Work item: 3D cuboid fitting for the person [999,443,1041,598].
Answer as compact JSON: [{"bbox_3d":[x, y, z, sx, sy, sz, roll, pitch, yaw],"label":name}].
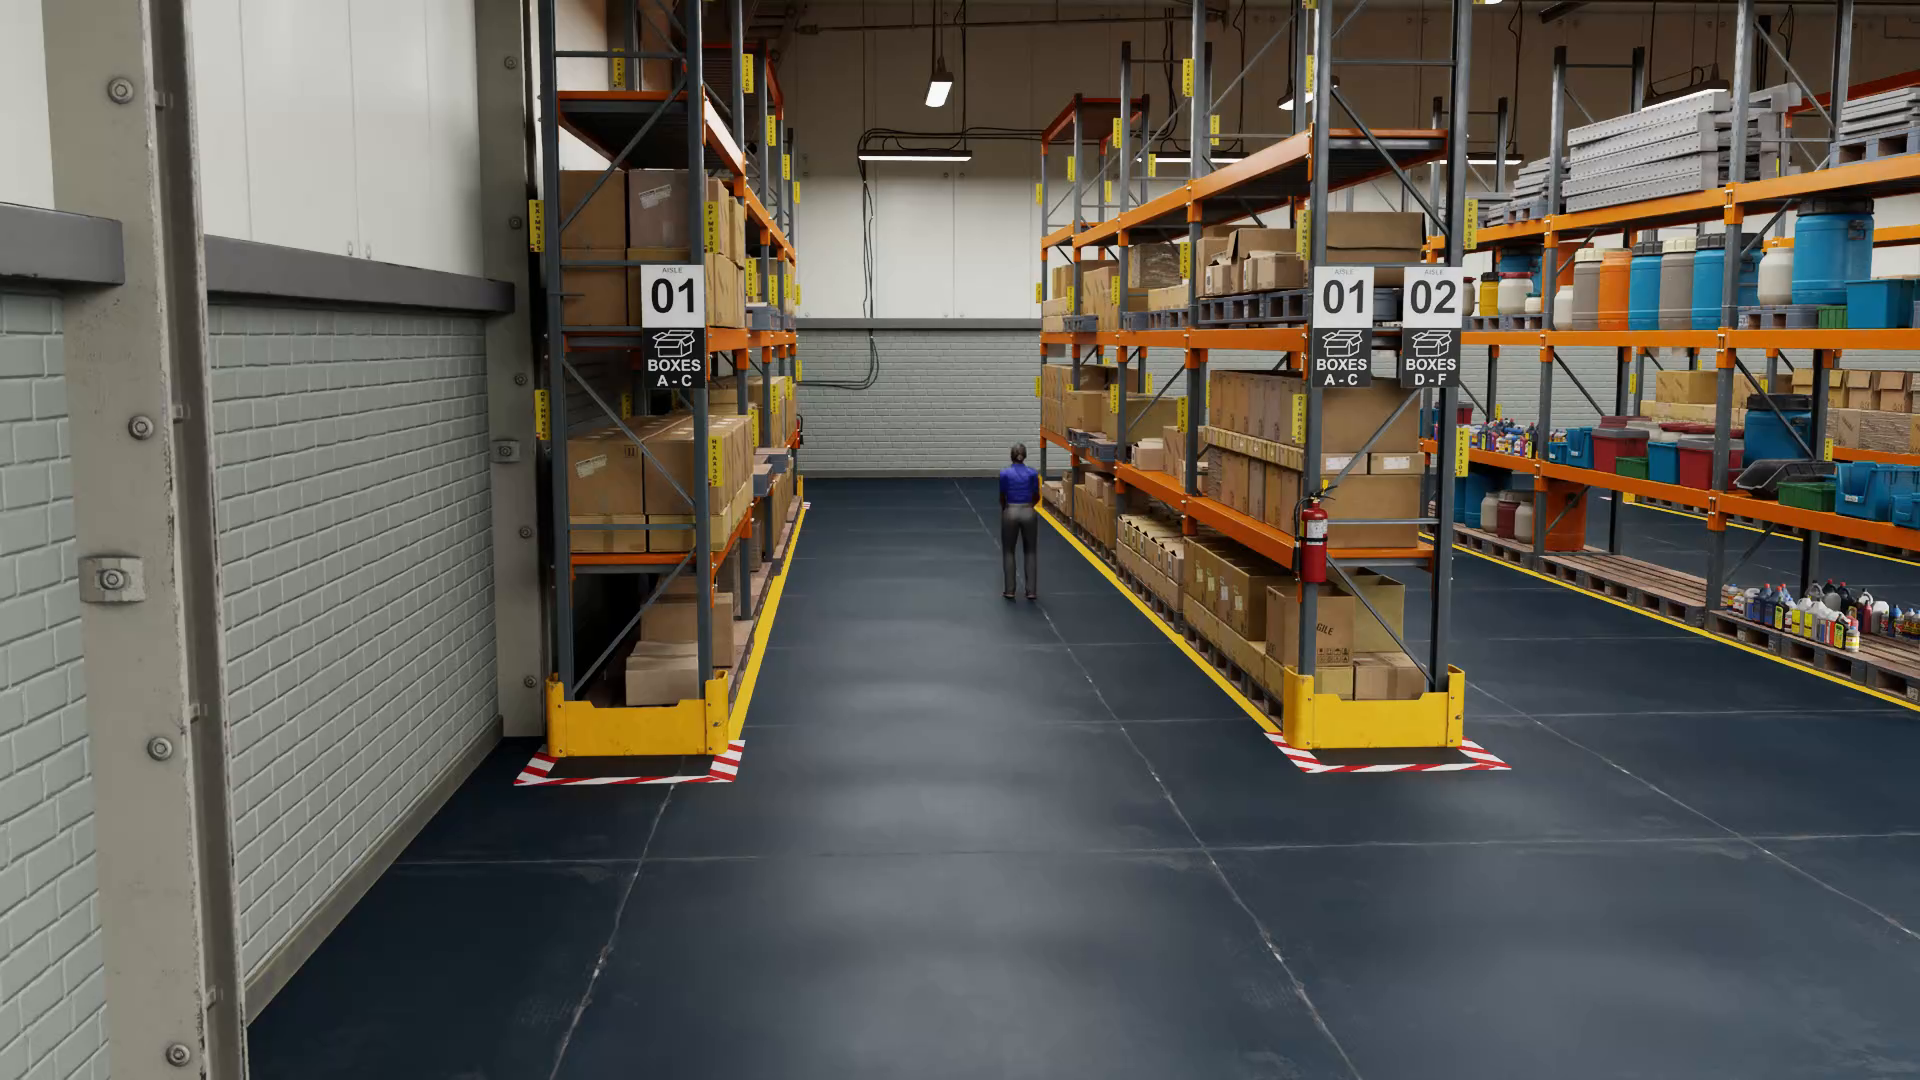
[{"bbox_3d":[0.623,-0.214,17.568,0.451,1.650,0.518,0,7,-3],"label":"person"}]
